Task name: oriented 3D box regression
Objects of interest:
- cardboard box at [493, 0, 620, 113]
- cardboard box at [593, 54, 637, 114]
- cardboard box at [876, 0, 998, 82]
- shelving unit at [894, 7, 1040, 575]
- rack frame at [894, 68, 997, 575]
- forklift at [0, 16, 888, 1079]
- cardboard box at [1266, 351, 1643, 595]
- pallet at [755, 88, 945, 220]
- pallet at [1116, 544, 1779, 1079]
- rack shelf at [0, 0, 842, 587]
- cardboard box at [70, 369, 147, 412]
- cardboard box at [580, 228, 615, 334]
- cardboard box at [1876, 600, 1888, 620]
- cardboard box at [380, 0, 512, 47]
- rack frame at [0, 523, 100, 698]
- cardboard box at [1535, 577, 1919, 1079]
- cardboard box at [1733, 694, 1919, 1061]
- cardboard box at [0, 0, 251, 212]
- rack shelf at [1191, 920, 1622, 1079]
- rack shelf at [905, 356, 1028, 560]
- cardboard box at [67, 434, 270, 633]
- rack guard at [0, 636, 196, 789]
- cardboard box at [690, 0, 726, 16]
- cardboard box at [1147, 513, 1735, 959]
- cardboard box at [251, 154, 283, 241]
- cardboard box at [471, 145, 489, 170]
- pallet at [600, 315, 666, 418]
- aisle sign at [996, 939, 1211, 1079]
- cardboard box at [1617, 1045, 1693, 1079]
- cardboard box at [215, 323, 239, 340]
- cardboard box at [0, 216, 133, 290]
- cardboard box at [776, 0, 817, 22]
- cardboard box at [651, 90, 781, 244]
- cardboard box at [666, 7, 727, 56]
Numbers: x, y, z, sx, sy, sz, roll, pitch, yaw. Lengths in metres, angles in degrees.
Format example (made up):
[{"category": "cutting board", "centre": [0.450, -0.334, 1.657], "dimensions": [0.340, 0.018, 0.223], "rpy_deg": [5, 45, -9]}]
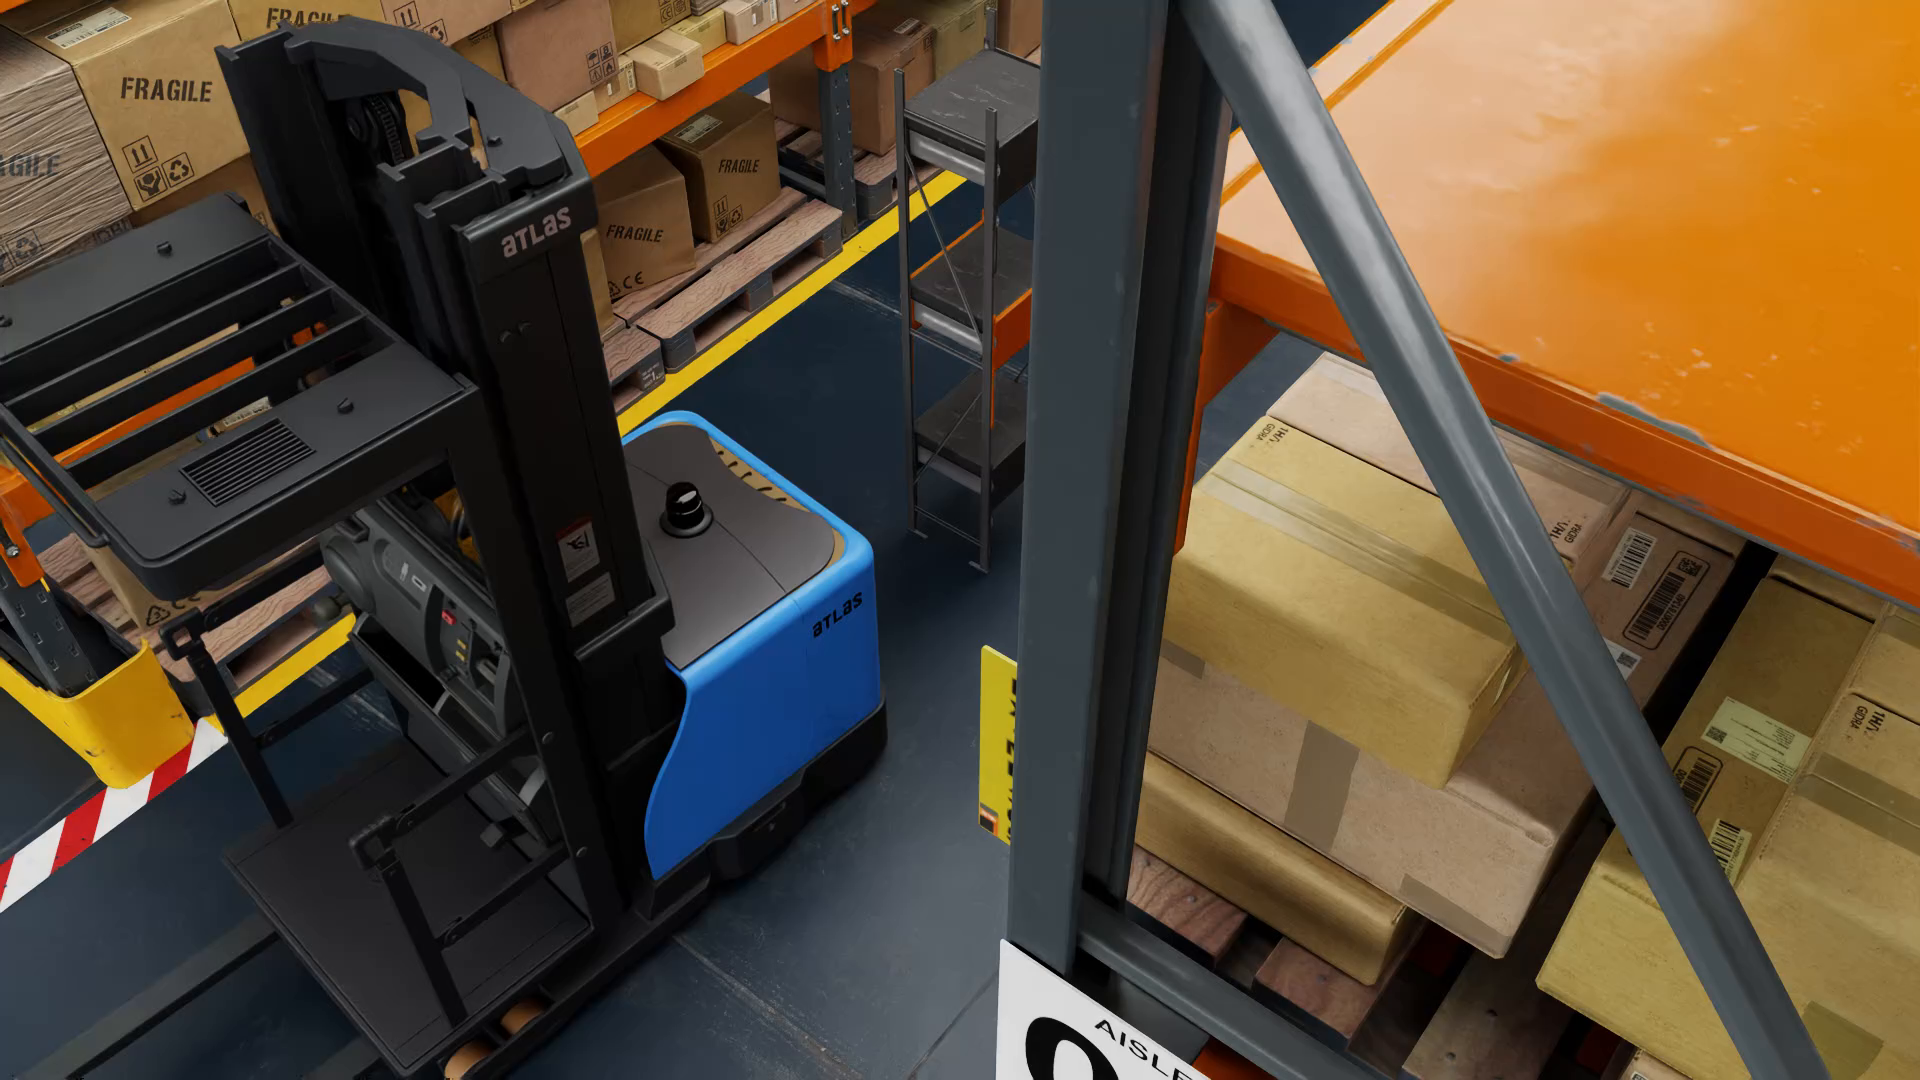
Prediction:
[{"category": "cardboard box", "centre": [-1.817, -2.040, 6.350], "dimensions": [0.875, 0.500, 0.500], "rpy_deg": [29, 53, 25]}, {"category": "cardboard box", "centre": [-1.515, -1.862, 6.628], "dimensions": [0.380, 0.149, 0.250], "rpy_deg": [29, 53, 25]}, {"category": "cardboard box", "centre": [-0.235, -2.629, 8.612], "dimensions": [0.700, 0.500, 0.500], "rpy_deg": [29, 53, 25]}, {"category": "shelving unit", "centre": [0.101, -0.820, 6.081], "dimensions": [0.431, 2.100, 0.503], "rpy_deg": [29, 53, 25]}, {"category": "rack frame", "centre": [-0.048, -0.680, 5.948], "dimensions": [0.400, 2.100, 0.015], "rpy_deg": [29, 53, 25]}, {"category": "forklift", "centre": [-1.650, 0.262, 4.473], "dimensions": [1.130, 2.935, 3.031], "rpy_deg": [35, 56, 29]}, {"category": "cardboard box", "centre": [0.575, -0.084, 1.944], "dimensions": [0.380, 0.149, 0.250], "rpy_deg": [29, 53, 25]}, {"category": "pallet", "centre": [-0.459, -2.217, 8.722], "dimensions": [1.003, 0.211, 1.213], "rpy_deg": [29, 53, 25]}, {"category": "pallet", "centre": [0.929, 0.371, 2.308], "dimensions": [1.003, 0.211, 1.213], "rpy_deg": [29, 53, 25]}, {"category": "rack shelf", "centre": [-2.157, -1.341, 6.454], "dimensions": [1.077, 0.370, 4.000], "rpy_deg": [29, 53, 25]}, {"category": "cardboard box", "centre": [-2.848, -0.551, 5.376], "dimensions": [0.380, 0.149, 0.250], "rpy_deg": [29, 53, 25]}, {"category": "cardboard box", "centre": [-1.872, -1.084, 7.149], "dimensions": [0.500, 0.500, 0.500], "rpy_deg": [25, 51, 22]}, {"category": "cardboard box", "centre": [1.250, 0.061, 1.806], "dimensions": [0.380, 0.149, 0.250], "rpy_deg": [28, 53, 25]}, {"category": "cardboard box", "centre": [-1.911, -1.981, 5.601], "dimensions": [0.500, 0.500, 0.500], "rpy_deg": [29, 53, 25]}, {"category": "rack frame", "centre": [-3.379, -0.445, 5.101], "dimensions": [1.000, 3.000, 0.127], "rpy_deg": [29, 53, 25]}, {"category": "cardboard box", "centre": [0.982, 0.376, 1.781], "dimensions": [0.500, 0.250, 0.500], "rpy_deg": [29, 53, 25]}, {"category": "cardboard box", "centre": [0.940, 0.351, 1.529], "dimensions": [0.380, 0.149, 0.250], "rpy_deg": [30, 53, 25]}, {"category": "cardboard box", "centre": [-2.516, -1.405, 5.052], "dimensions": [0.500, 0.500, 0.500], "rpy_deg": [29, 53, 25]}, {"category": "rack shelf", "centre": [1.707, -0.127, 3.220], "dimensions": [1.077, 0.370, 4.000], "rpy_deg": [29, 53, 25]}, {"category": "rack shelf", "centre": [0.101, -0.327, 6.597], "dimensions": [0.431, 0.518, 0.480], "rpy_deg": [29, 53, 25]}, {"category": "cardboard box", "centre": [-2.984, -0.077, 6.187], "dimensions": [0.500, 0.500, 0.500], "rpy_deg": [-33, 54, -27]}, {"category": "rack guard", "centre": [-3.333, 0.375, 6.046], "dimensions": [1.175, 0.500, 0.348], "rpy_deg": [29, 53, 25]}, {"category": "cardboard box", "centre": [-1.258, -2.641, 6.924], "dimensions": [0.875, 0.500, 0.500], "rpy_deg": [29, 53, 25]}, {"category": "cardboard box", "centre": [0.562, 0.135, 2.011], "dimensions": [0.500, 0.250, 0.500], "rpy_deg": [30, 53, 25]}, {"category": "cardboard box", "centre": [-2.471, -1.491, 5.825], "dimensions": [0.875, 0.500, 0.500], "rpy_deg": [29, 53, 25]}, {"category": "cardboard box", "centre": [-1.975, -1.433, 6.219], "dimensions": [0.380, 0.149, 0.250], "rpy_deg": [29, 53, 25]}, {"category": "pallet", "centre": [-2.062, -0.670, 7.244], "dimensions": [1.003, 0.211, 1.213], "rpy_deg": [29, 53, 25]}, {"category": "aisle sign", "centre": [0.203, 0.815, 2.099], "dimensions": [0.394, 0.787, 0.004], "rpy_deg": [29, 53, 25]}, {"category": "cardboard box", "centre": [0.947, 0.622, 1.821], "dimensions": [0.380, 0.149, 0.250], "rpy_deg": [30, 53, 25]}, {"category": "cardboard box", "centre": [-2.547, -0.840, 5.651], "dimensions": [0.380, 0.149, 0.250], "rpy_deg": [29, 53, 25]}, {"category": "cardboard box", "centre": [-3.021, -0.885, 5.246], "dimensions": [0.875, 0.500, 0.500], "rpy_deg": [29, 53, 25]}, {"category": "cardboard box", "centre": [-0.833, -2.394, 7.137], "dimensions": [0.380, 0.149, 0.250], "rpy_deg": [29, 53, 25]}, {"category": "cardboard box", "centre": [-1.210, -1.805, 7.838], "dimensions": [0.500, 0.500, 0.500], "rpy_deg": [28, 52, 24]}, {"category": "cardboard box", "centre": [-1.193, -2.139, 6.893], "dimensions": [0.380, 0.149, 0.250], "rpy_deg": [29, 53, 25]}]
